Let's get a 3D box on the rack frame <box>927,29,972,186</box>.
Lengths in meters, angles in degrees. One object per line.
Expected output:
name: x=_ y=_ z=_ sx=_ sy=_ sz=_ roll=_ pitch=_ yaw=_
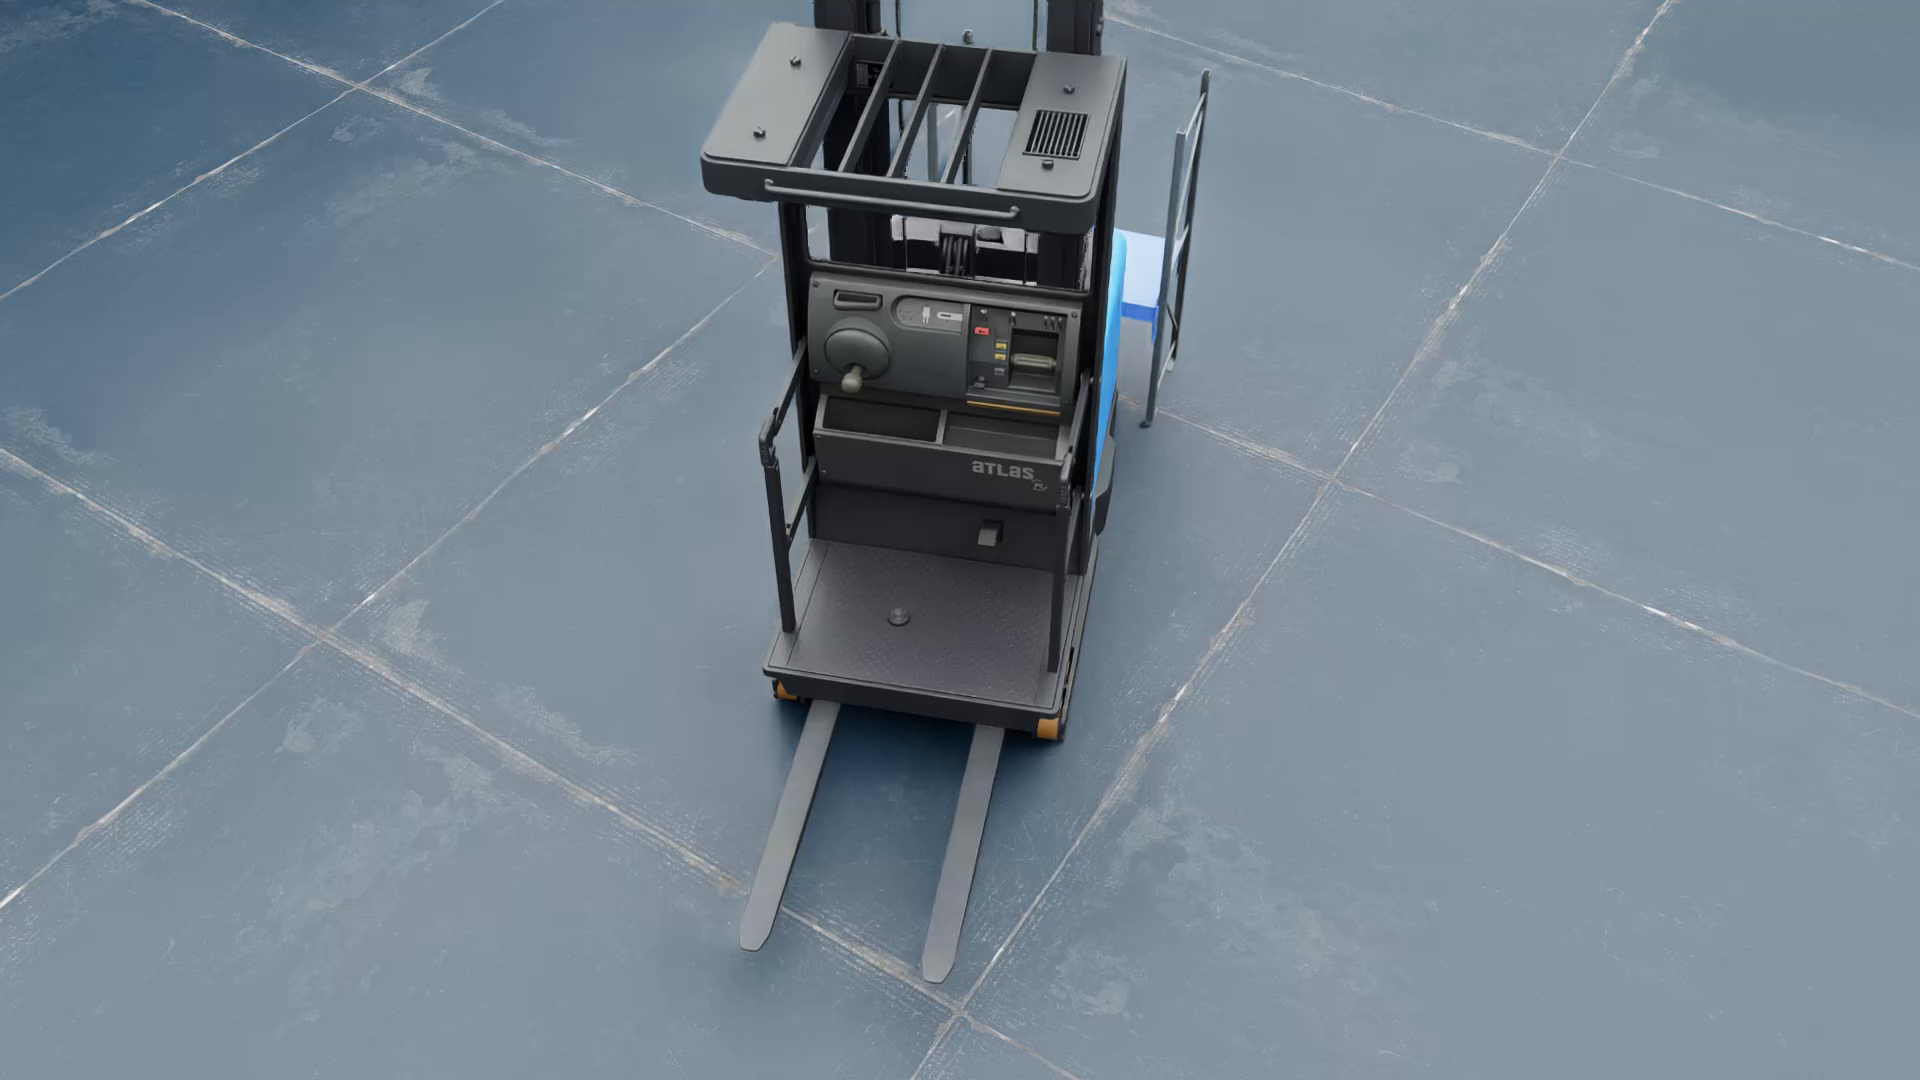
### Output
rack frame: x=-0.040 y=-1.441 z=7.326 sx=0.032 sy=1.500 sz=0.500 roll=13 pitch=47 yaw=13

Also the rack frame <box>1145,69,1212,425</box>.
rack frame: x=0.926 y=-1.213 z=7.105 sx=0.032 sy=1.500 sz=0.500 roll=13 pitch=47 yaw=13

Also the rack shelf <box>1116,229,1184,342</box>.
rack shelf: x=0.443 y=-1.202 z=7.345 sx=1.000 sy=0.185 sz=0.538 roll=13 pitch=47 yaw=13

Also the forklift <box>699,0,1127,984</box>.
forklift: x=-0.097 y=-0.565 z=5.477 sx=1.130 sy=2.935 sz=3.031 roll=8 pitch=46 yaw=8

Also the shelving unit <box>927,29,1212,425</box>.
shelving unit: x=0.443 y=-1.327 z=7.216 sx=1.048 sy=1.500 sz=0.538 roll=13 pitch=47 yaw=13
